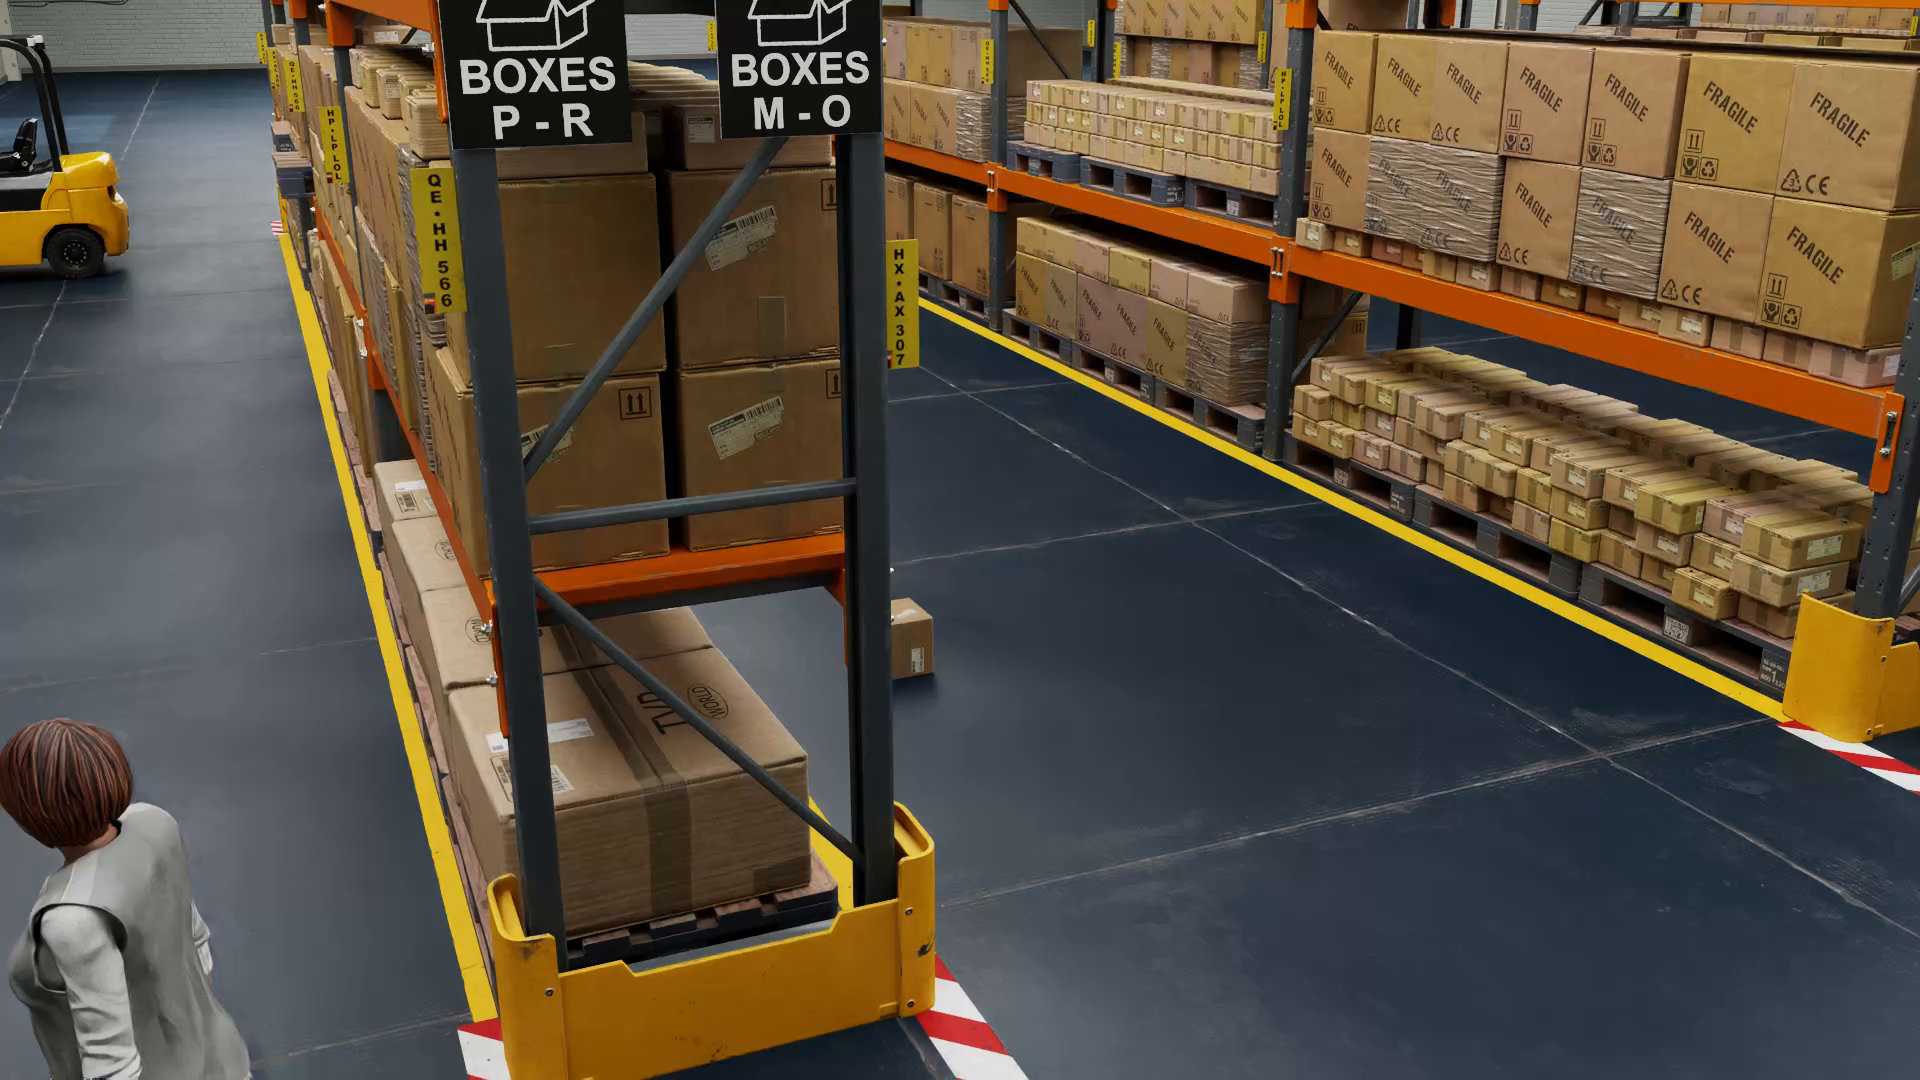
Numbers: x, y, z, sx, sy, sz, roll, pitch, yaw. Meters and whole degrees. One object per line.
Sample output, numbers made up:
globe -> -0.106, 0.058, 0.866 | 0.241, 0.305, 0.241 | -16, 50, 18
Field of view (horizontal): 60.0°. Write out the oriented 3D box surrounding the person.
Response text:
person -> -1.428, 1.041, 3.077 | 0.825, 1.545, 0.456 | 0, 19, -1
